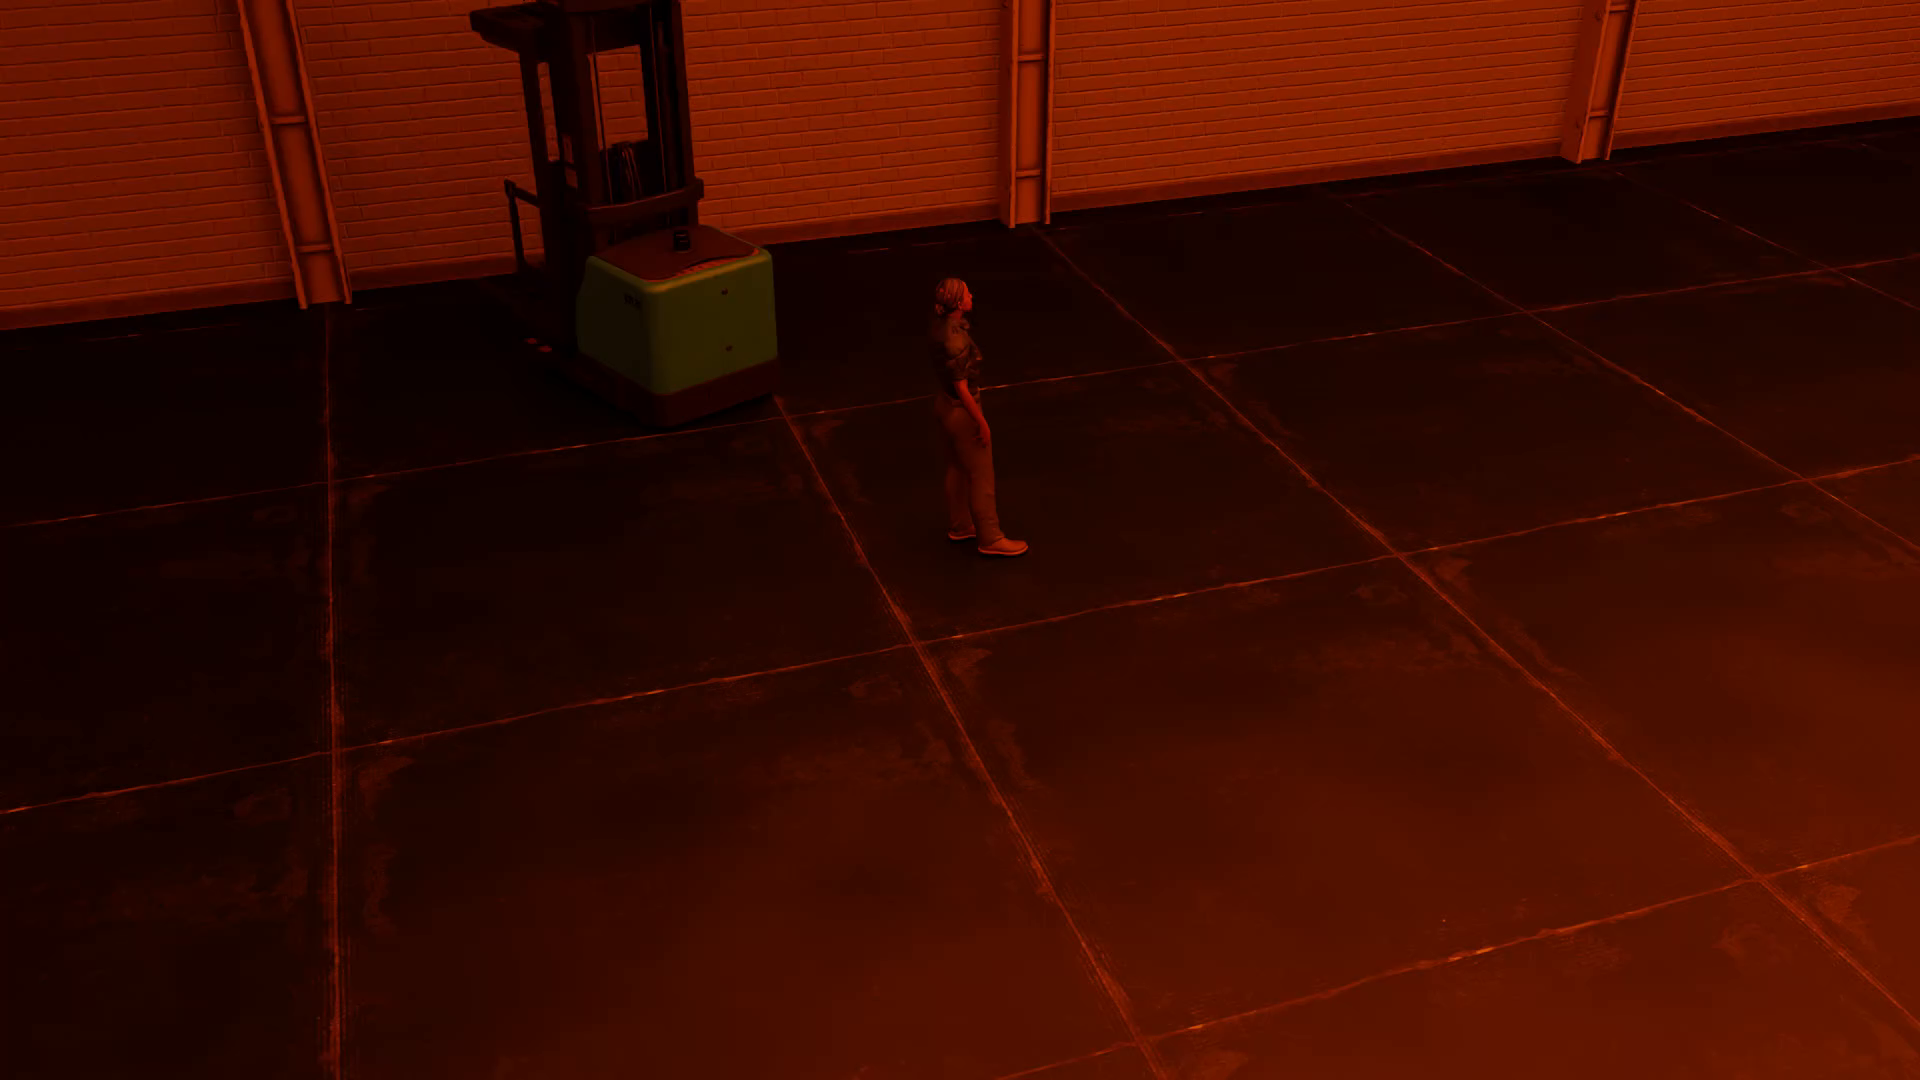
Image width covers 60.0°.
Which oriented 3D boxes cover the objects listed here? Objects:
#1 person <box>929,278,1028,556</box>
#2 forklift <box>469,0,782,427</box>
[{"bbox_3d":[0.089,-0.728,9.618,0.504,1.654,0.570,-10,31,-16],"label":"person"},{"bbox_3d":[-2.618,-2.680,11.744,1.130,2.935,3.031,-24,38,-35],"label":"forklift"}]
